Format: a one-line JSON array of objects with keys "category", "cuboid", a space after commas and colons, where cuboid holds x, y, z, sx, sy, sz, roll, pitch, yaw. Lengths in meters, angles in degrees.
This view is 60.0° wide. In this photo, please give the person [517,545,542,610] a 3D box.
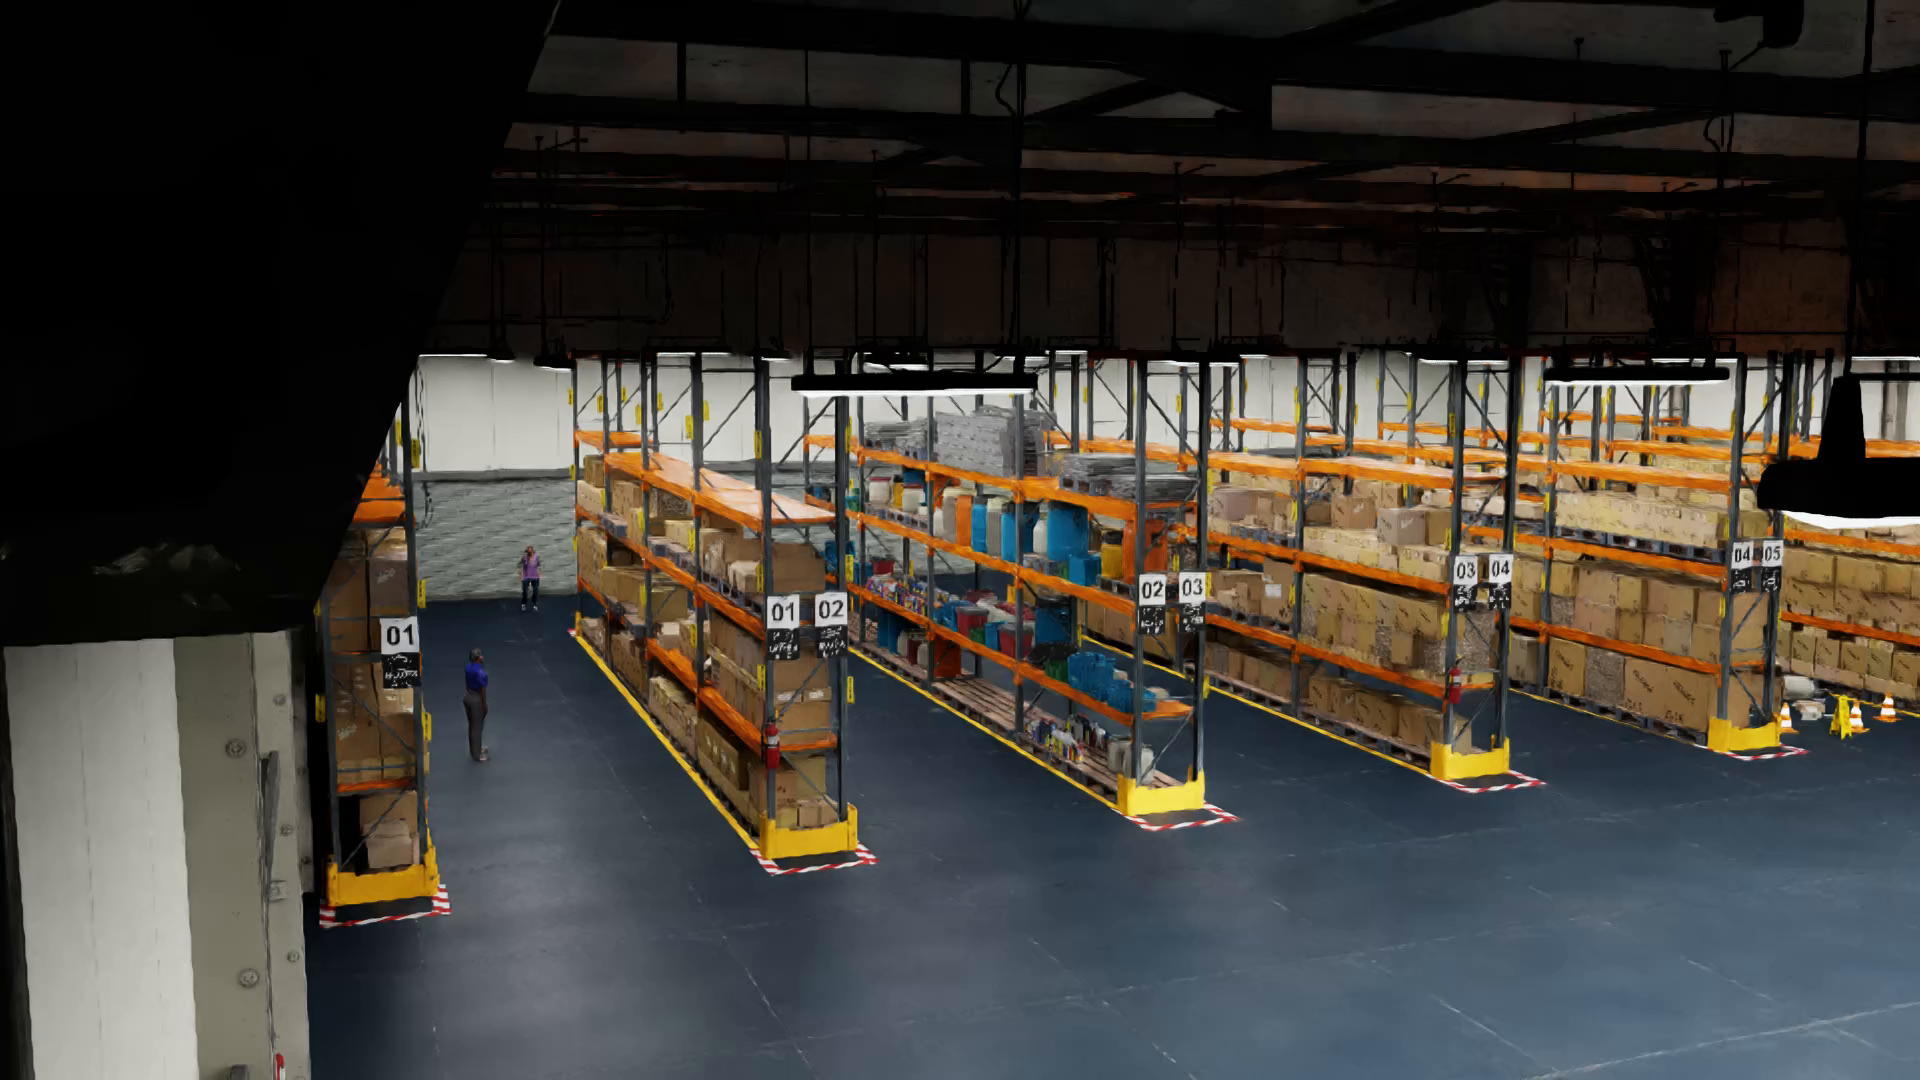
[{"category": "person", "cuboid": [-9.816, 0.861, 37.939, 0.566, 1.540, 0.516, -3, 8, -23]}]

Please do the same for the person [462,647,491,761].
[{"category": "person", "cuboid": [-7.176, 2.419, 24.793, 0.550, 1.666, 0.440, 7, 10, 44]}]
